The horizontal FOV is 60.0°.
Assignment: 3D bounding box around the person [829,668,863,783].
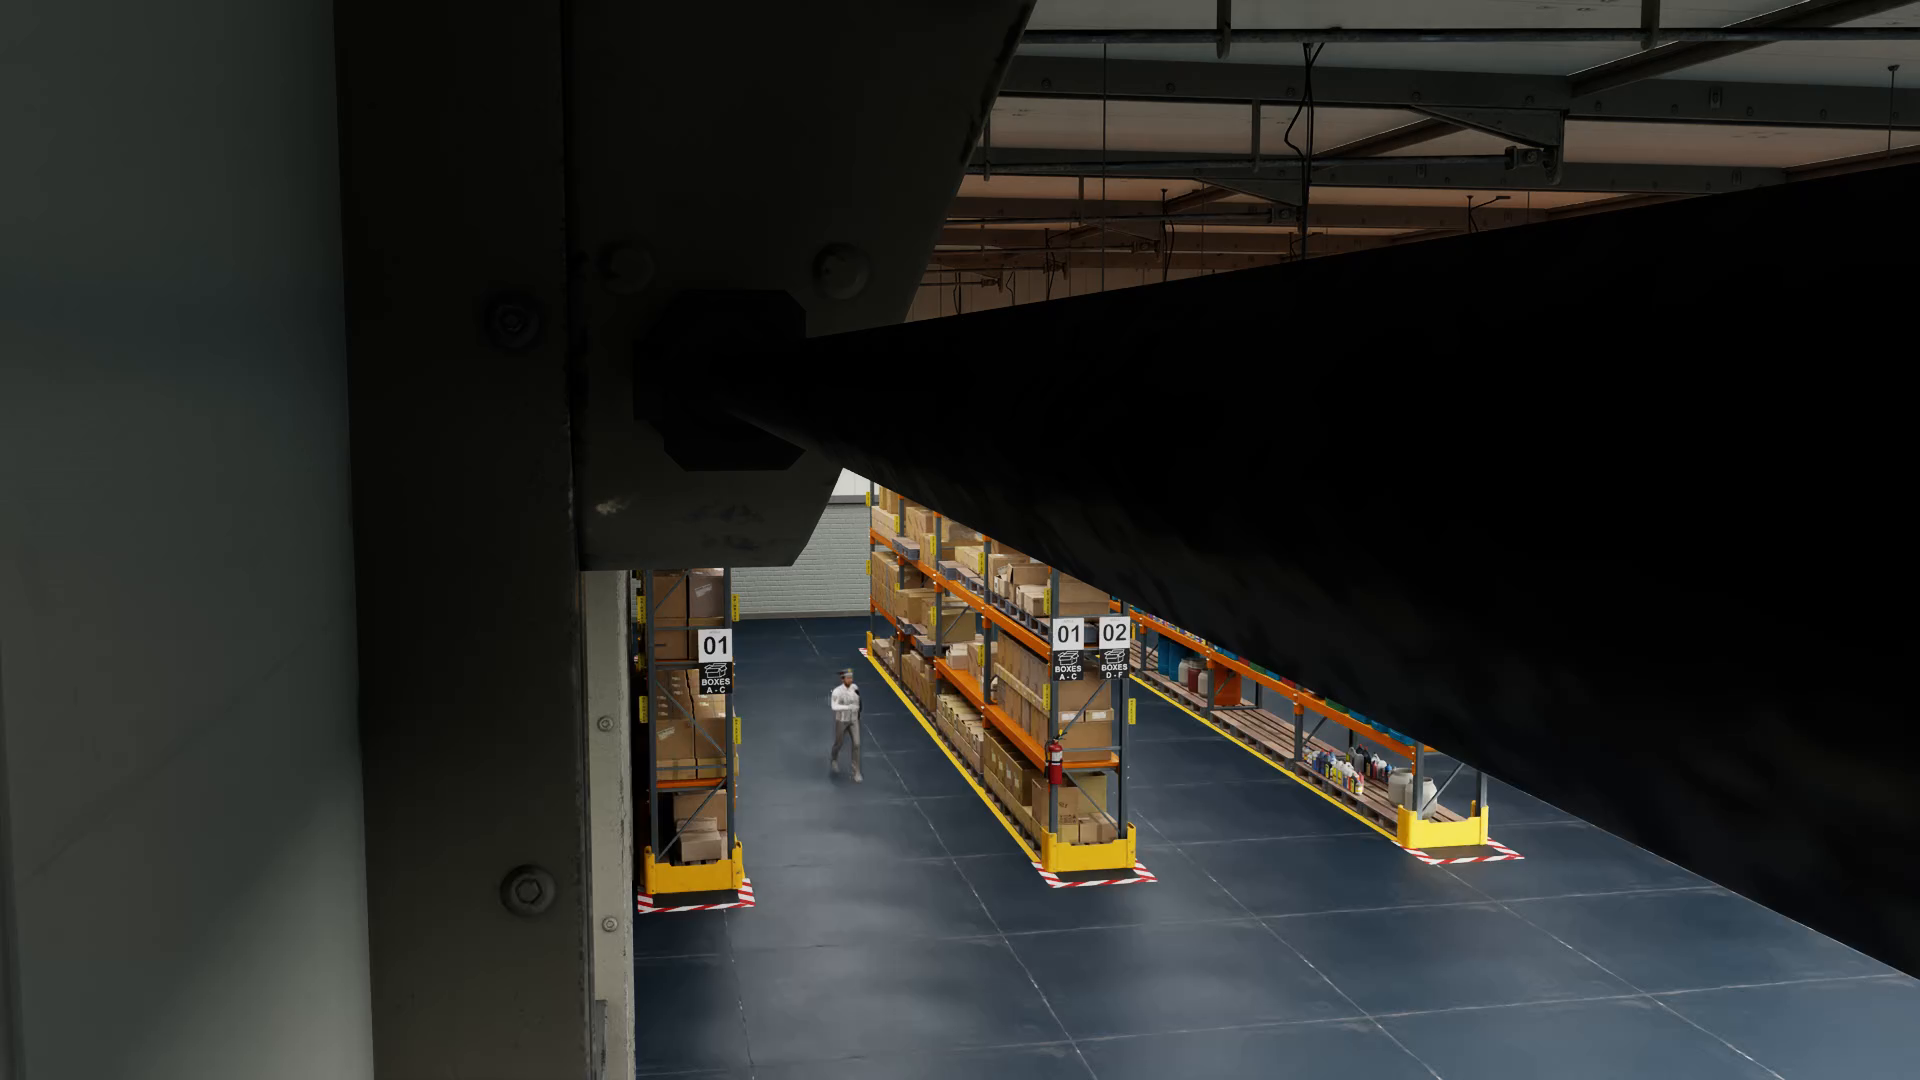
[{"bbox_3d":[-1.761,2.802,25.587,0.589,1.720,0.883,-3,7,-30],"label":"person"}]
